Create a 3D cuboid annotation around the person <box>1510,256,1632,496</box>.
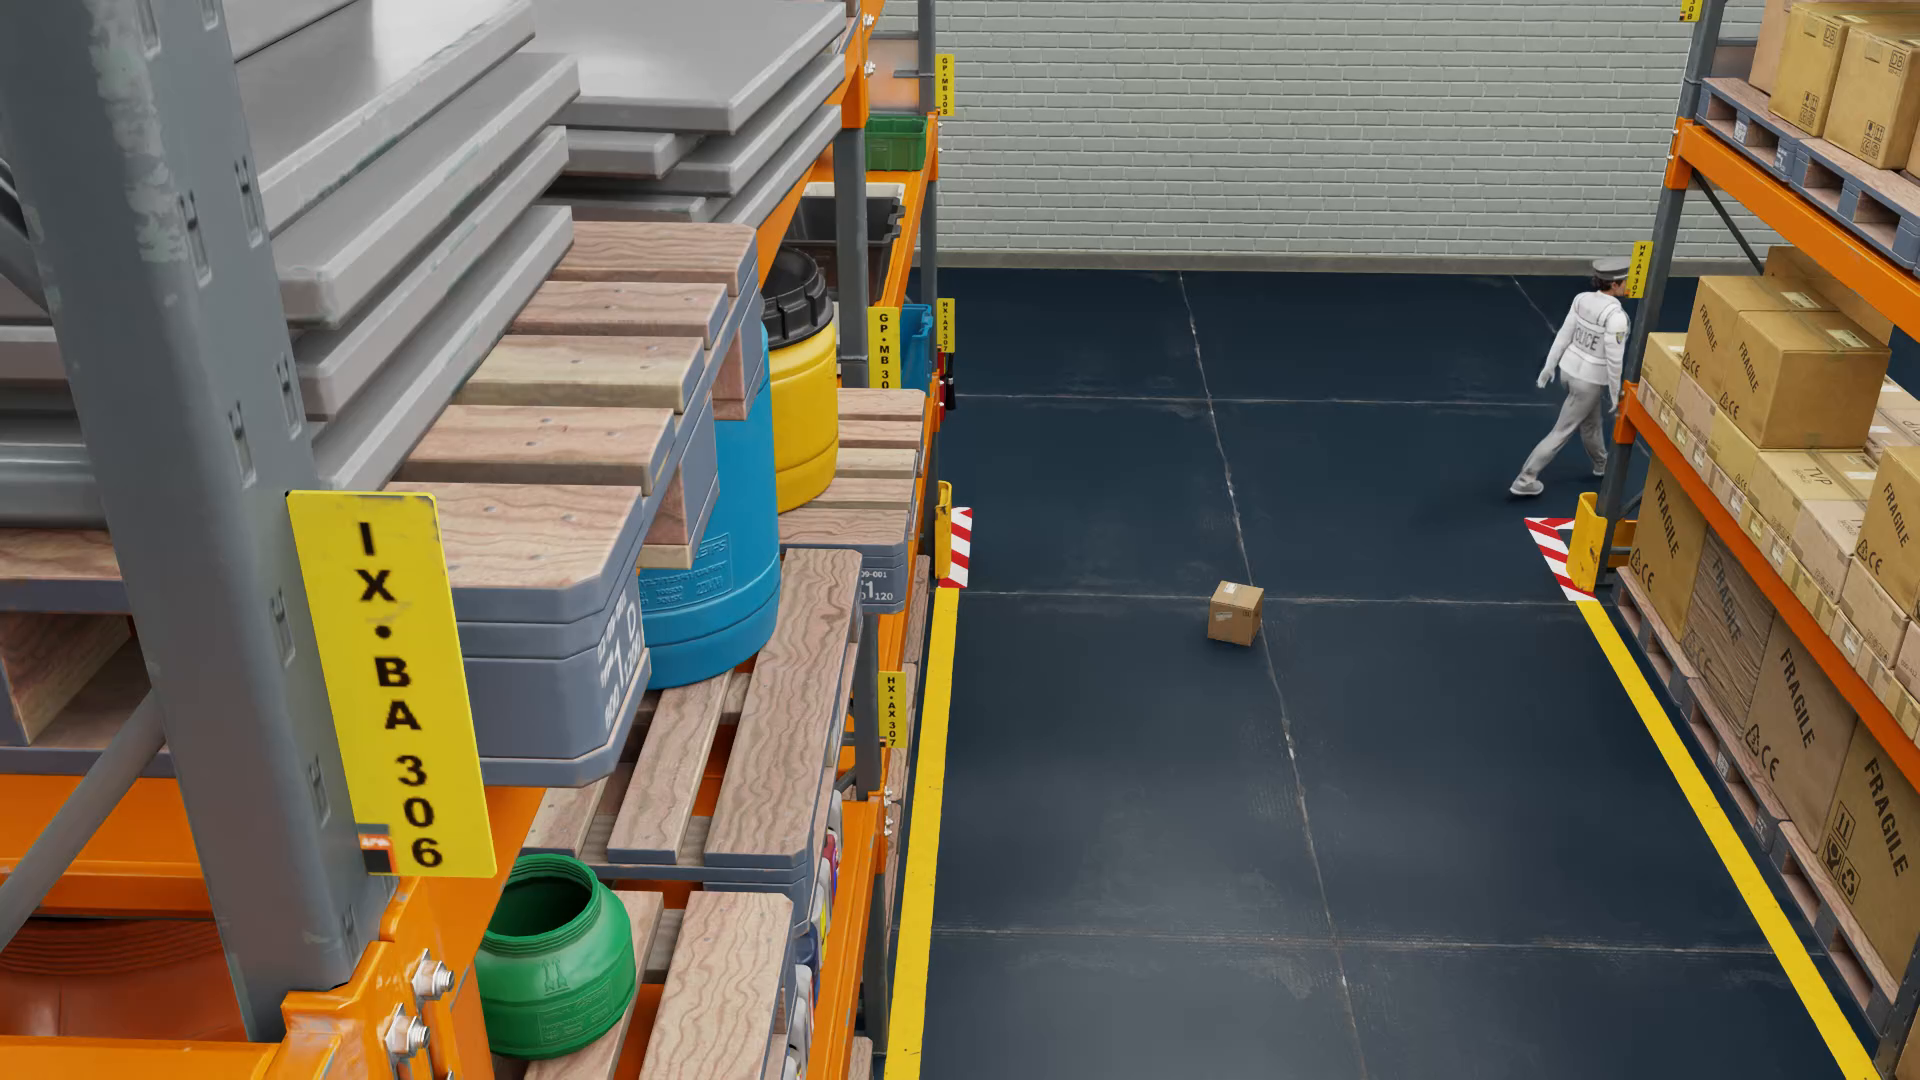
[{"bbox_3d":[4.130,-1.074,10.826,1.008,1.607,0.556,-7,29,-12],"label":"person"}]
